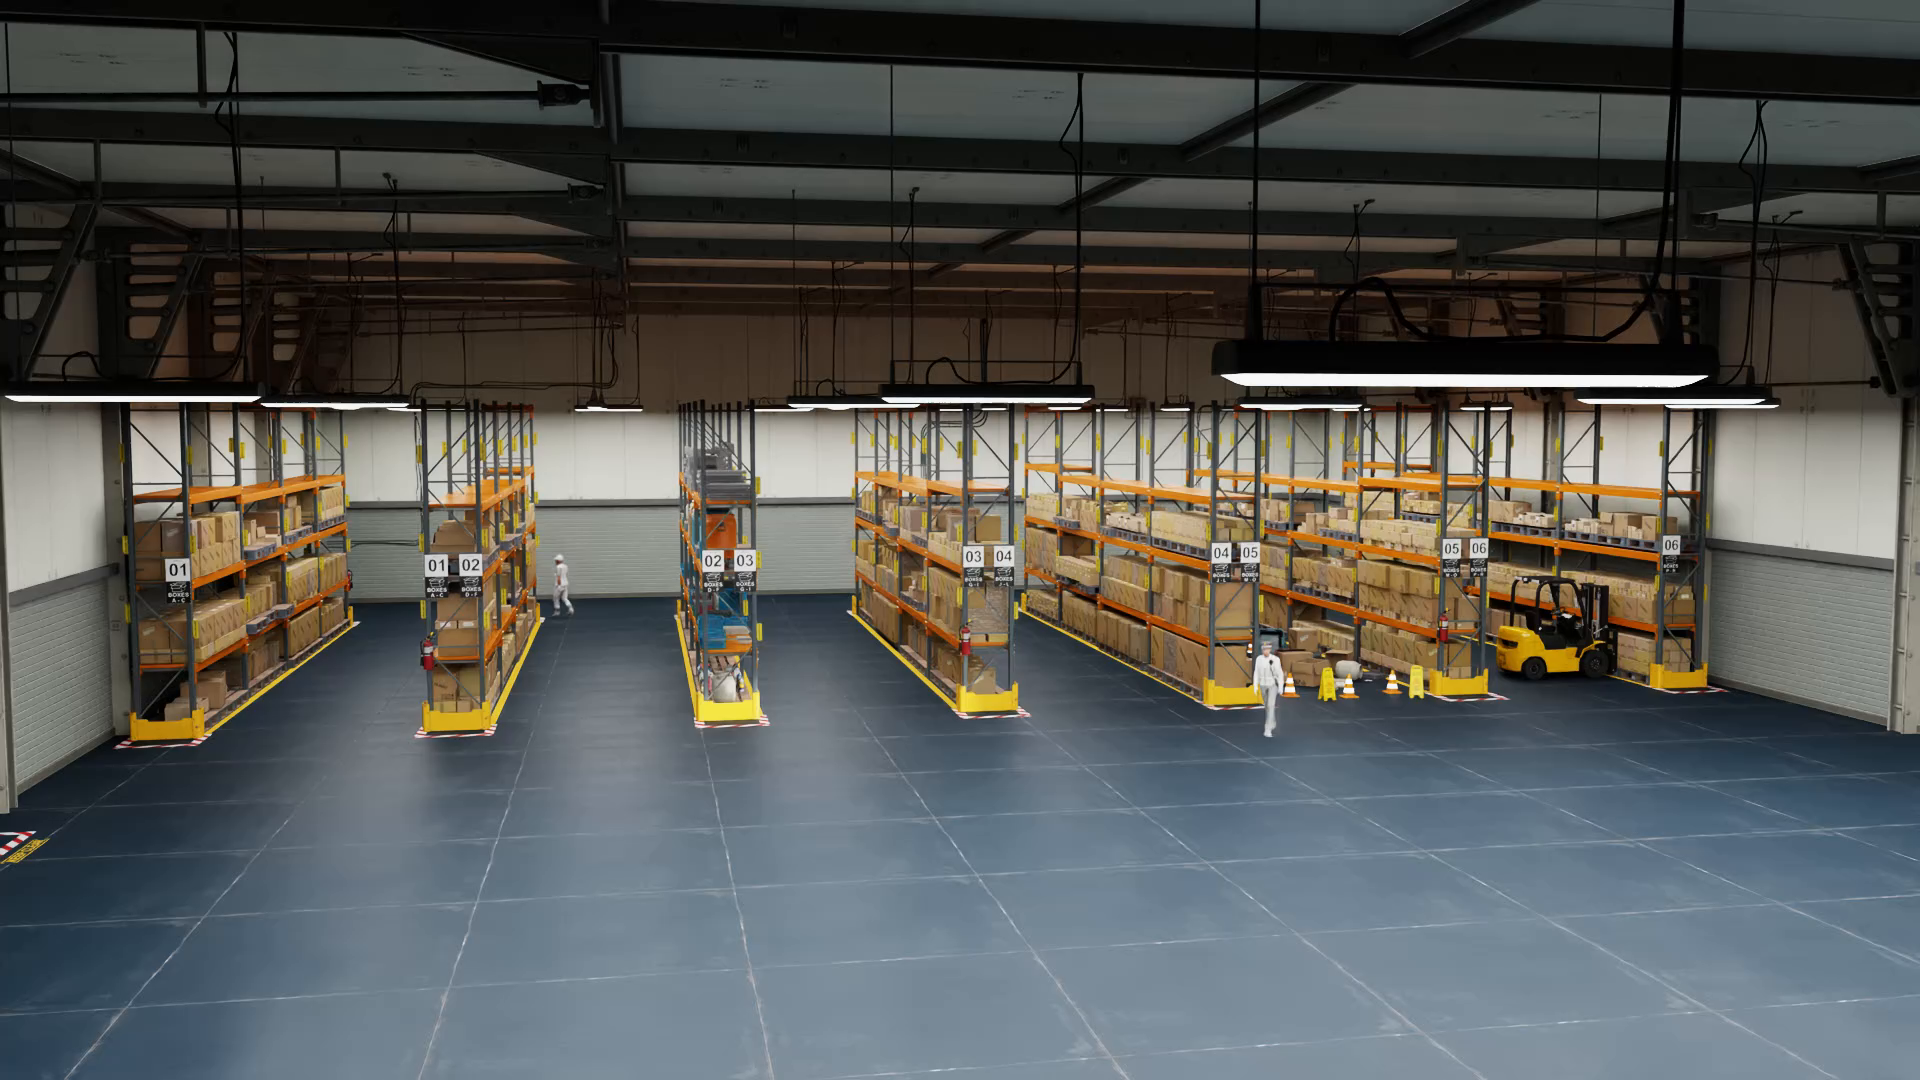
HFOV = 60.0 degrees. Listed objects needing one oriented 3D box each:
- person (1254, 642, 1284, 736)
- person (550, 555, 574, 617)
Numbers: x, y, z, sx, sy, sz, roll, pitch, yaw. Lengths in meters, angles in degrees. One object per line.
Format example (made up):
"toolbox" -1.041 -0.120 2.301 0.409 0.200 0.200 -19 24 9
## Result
"person" 5.517 2.630 29.858 0.511 1.632 0.870 3 5 38
"person" -11.282 1.307 47.006 0.753 1.779 0.633 1 4 15
